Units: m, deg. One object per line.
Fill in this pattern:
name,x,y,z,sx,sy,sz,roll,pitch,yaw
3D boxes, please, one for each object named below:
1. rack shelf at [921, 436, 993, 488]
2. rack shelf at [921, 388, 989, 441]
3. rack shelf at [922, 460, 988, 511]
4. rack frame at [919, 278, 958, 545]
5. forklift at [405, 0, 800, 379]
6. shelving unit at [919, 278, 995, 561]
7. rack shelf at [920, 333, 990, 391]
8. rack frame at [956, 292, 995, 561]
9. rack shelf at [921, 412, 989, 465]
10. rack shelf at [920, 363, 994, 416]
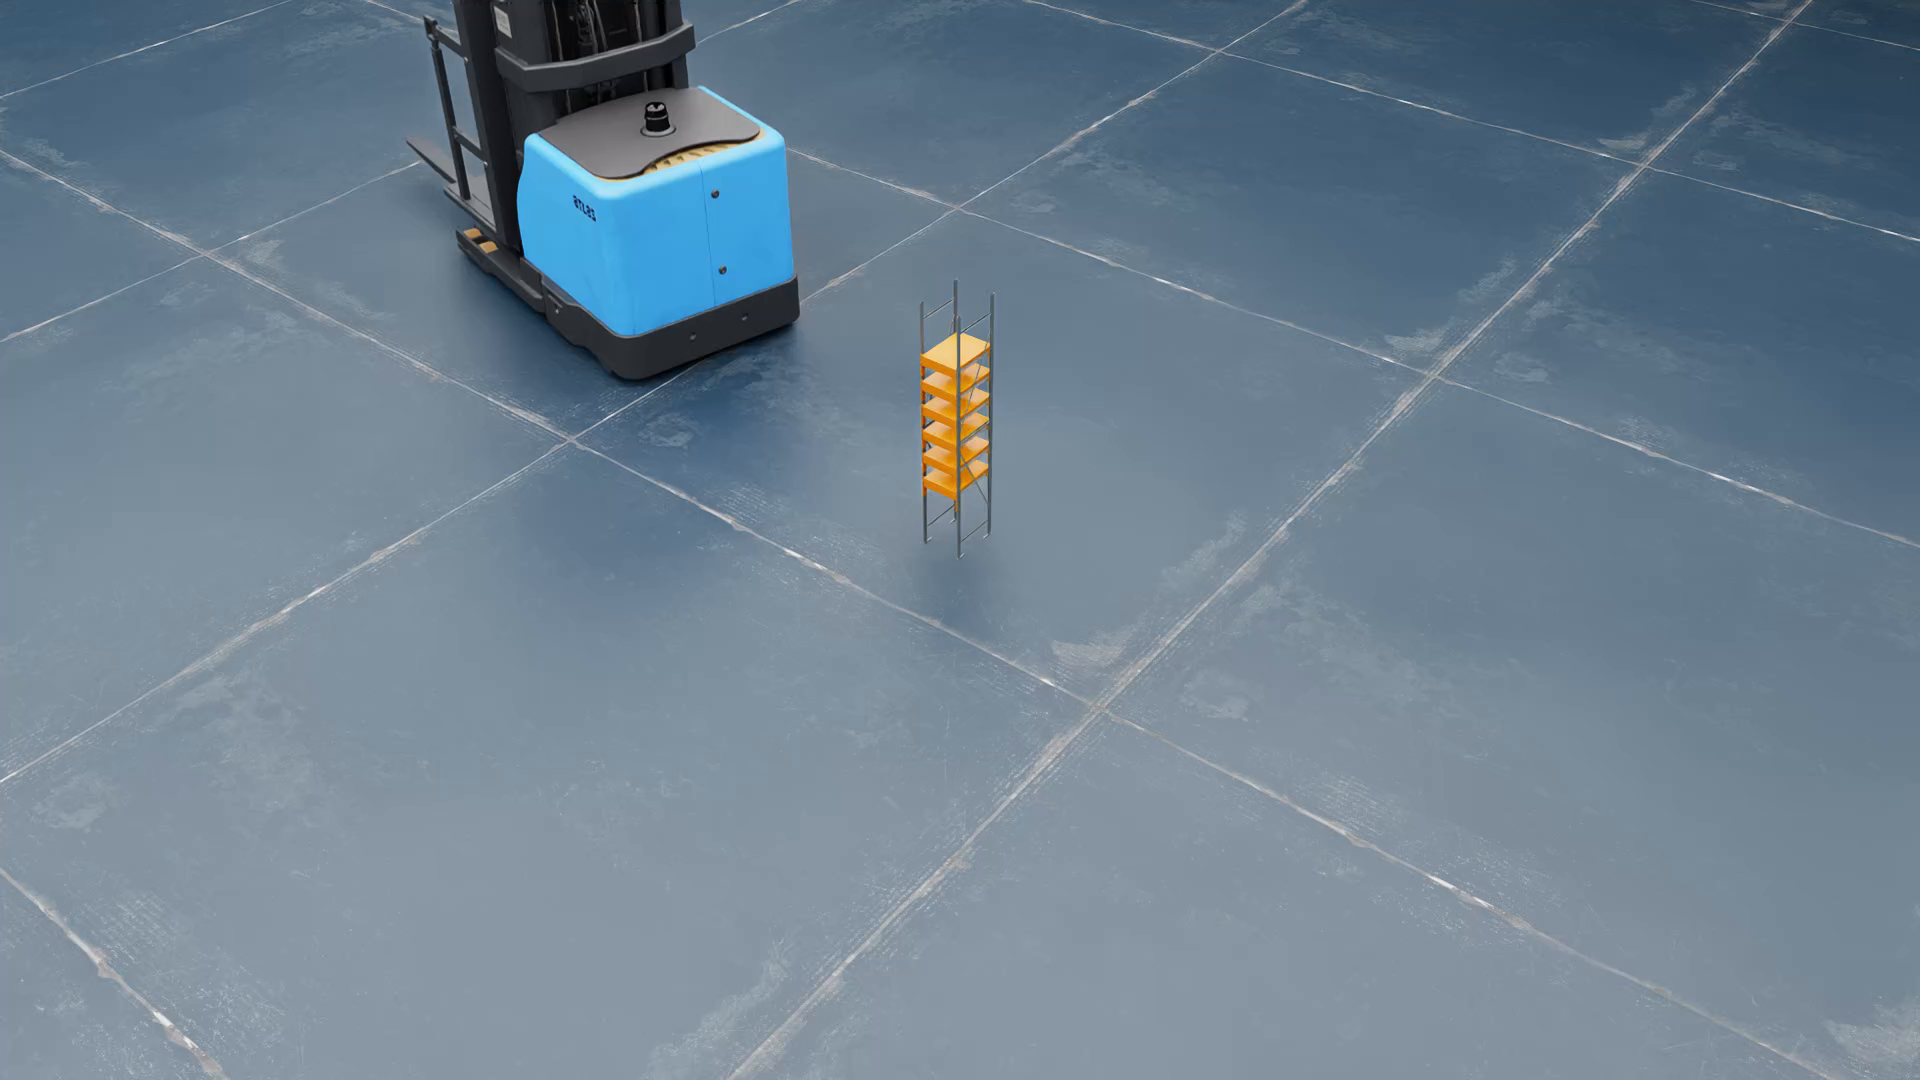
rack shelf,-0.011,-0.348,6.988,0.180,0.103,0.258,25,45,29
rack shelf,-0.012,-0.537,6.840,0.180,0.103,0.258,25,45,29
rack shelf,-0.011,-0.254,7.062,0.180,0.103,0.258,25,45,29
rack frame,-0.084,-0.512,6.931,0.006,1.200,0.240,25,45,29
forklift,-2.134,-2.790,8.436,1.130,2.935,3.031,-26,45,-29
shelving unit,-0.012,-0.478,6.887,0.189,1.200,0.258,25,45,29
rack shelf,-0.012,-0.726,6.693,0.180,0.103,0.258,25,45,29
rack frame,0.061,-0.444,6.843,0.006,1.200,0.240,25,45,29
rack shelf,-0.012,-0.443,6.914,0.180,0.103,0.258,25,45,29
rack shelf,-0.012,-0.632,6.766,0.180,0.103,0.258,25,45,29
